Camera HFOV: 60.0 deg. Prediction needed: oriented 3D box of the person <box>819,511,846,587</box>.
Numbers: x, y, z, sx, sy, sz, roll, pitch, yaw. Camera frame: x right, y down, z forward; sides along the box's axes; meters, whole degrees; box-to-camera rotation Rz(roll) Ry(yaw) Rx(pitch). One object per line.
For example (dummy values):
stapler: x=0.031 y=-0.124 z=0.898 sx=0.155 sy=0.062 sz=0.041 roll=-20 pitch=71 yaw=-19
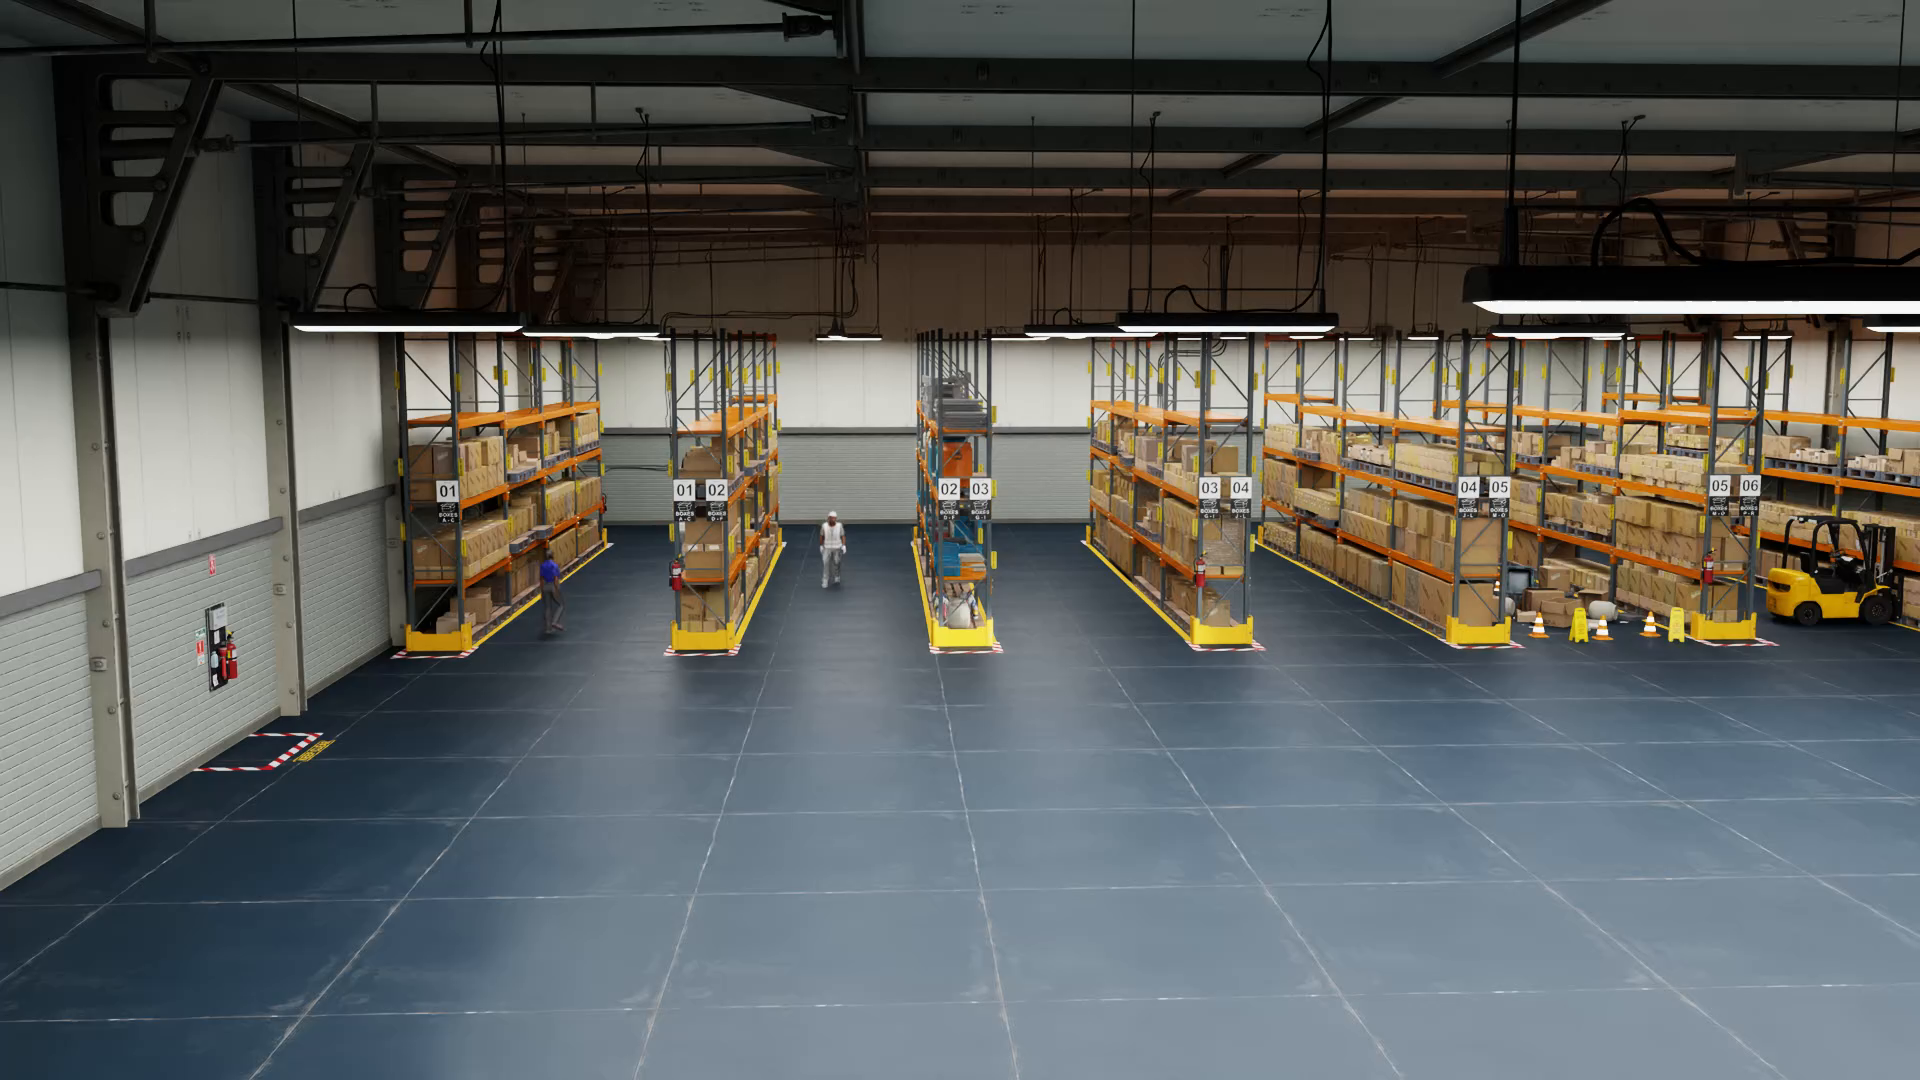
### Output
person: x=-3.026 y=0.194 z=39.429 sx=0.665 sy=1.752 sz=0.984 roll=1 pitch=7 yaw=5

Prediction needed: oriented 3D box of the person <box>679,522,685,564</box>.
person: x=-7.105 y=-0.233 z=43.187 sx=0.576 sy=1.757 sz=0.533 roll=2 pitch=7 yaw=20

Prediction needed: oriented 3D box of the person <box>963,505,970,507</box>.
person: x=0.098 y=-1.081 z=50.710 sx=0.451 sy=1.600 sz=1.074 roll=4 pitch=8 yaw=33

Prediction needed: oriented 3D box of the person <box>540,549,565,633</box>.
person: x=-8.112 y=1.013 z=33.001 sx=0.499 sy=1.644 sz=0.443 roll=1 pitch=7 yaw=9
